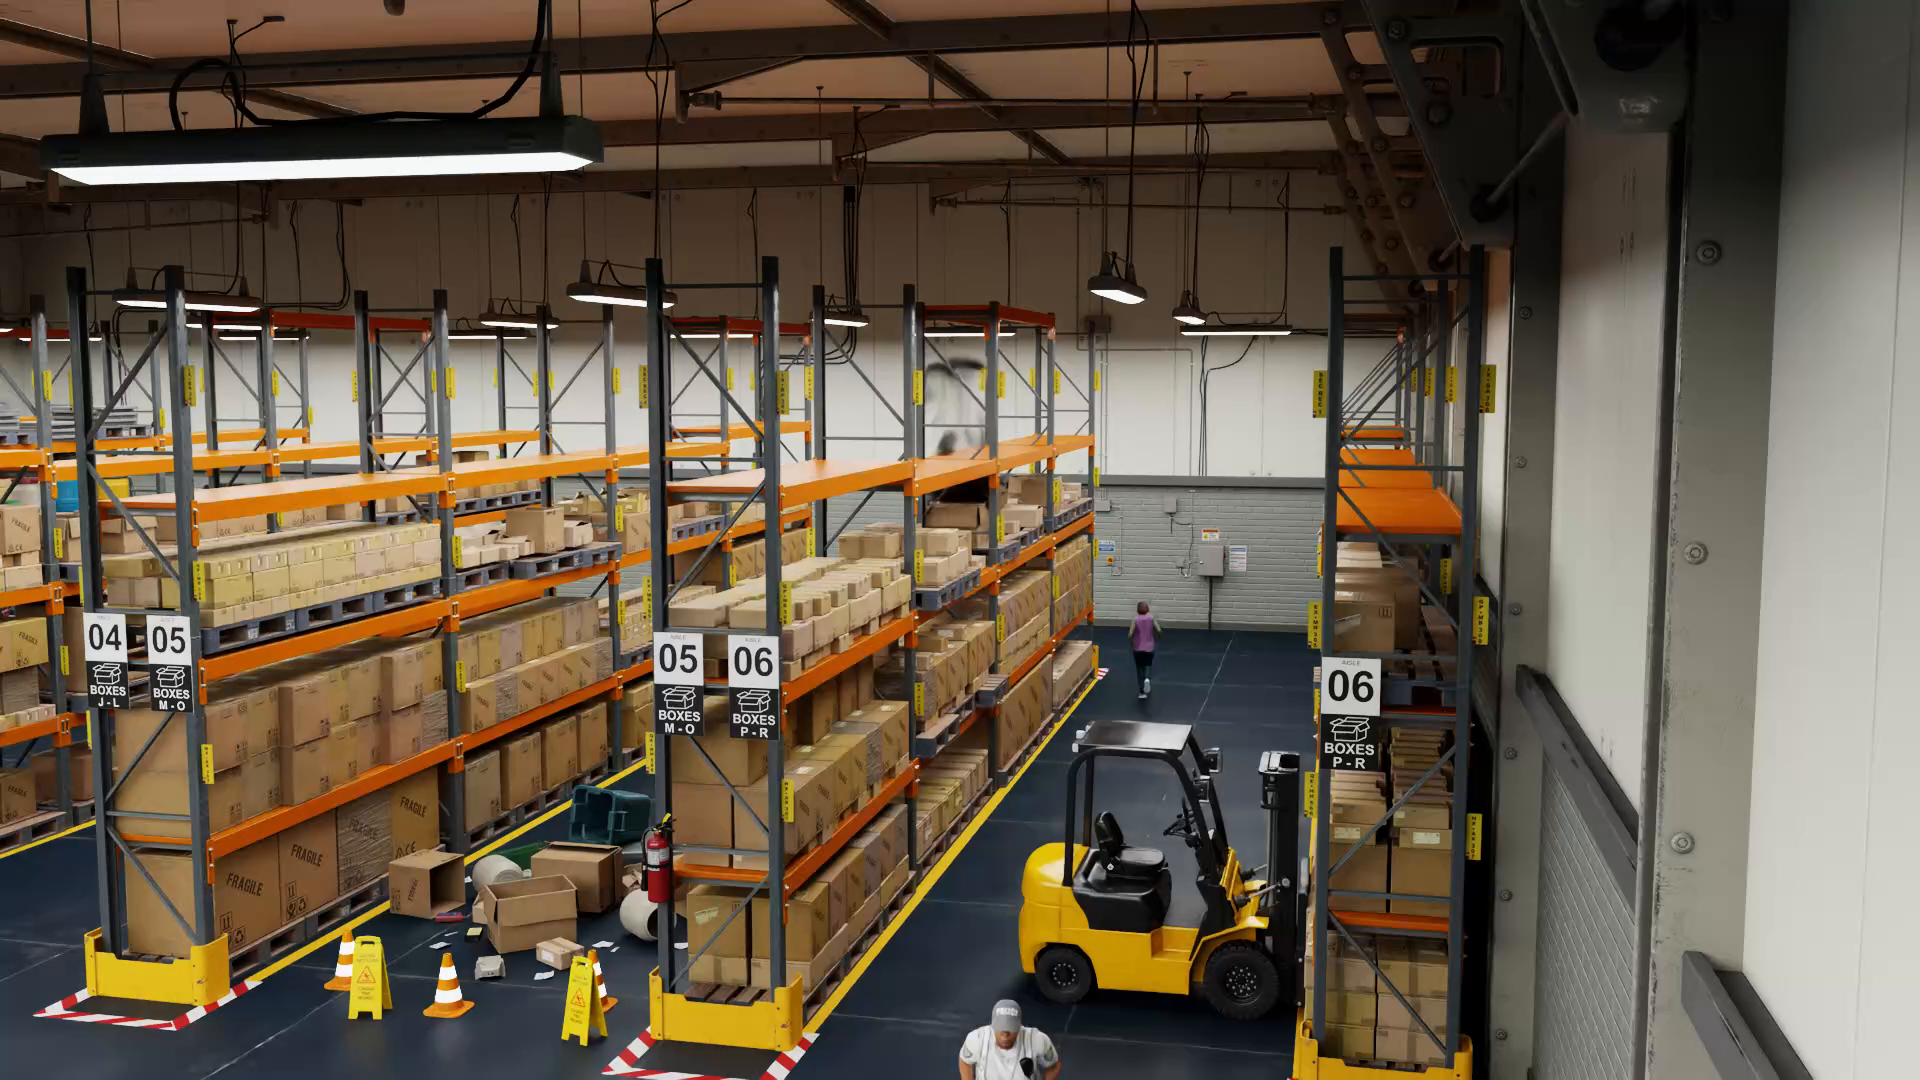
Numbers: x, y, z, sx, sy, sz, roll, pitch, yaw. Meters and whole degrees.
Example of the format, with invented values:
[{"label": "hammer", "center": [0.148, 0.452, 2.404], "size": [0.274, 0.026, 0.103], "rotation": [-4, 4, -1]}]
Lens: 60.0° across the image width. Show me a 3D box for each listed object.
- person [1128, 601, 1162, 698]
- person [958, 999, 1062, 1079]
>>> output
[{"label": "person", "center": [2.913, 1.740, 26.311], "size": [0.538, 1.566, 0.500], "rotation": [0, 6, -4]}, {"label": "person", "center": [0.294, 3.410, 9.858], "size": [0.606, 1.619, 0.897], "rotation": [0, 6, 1]}]
